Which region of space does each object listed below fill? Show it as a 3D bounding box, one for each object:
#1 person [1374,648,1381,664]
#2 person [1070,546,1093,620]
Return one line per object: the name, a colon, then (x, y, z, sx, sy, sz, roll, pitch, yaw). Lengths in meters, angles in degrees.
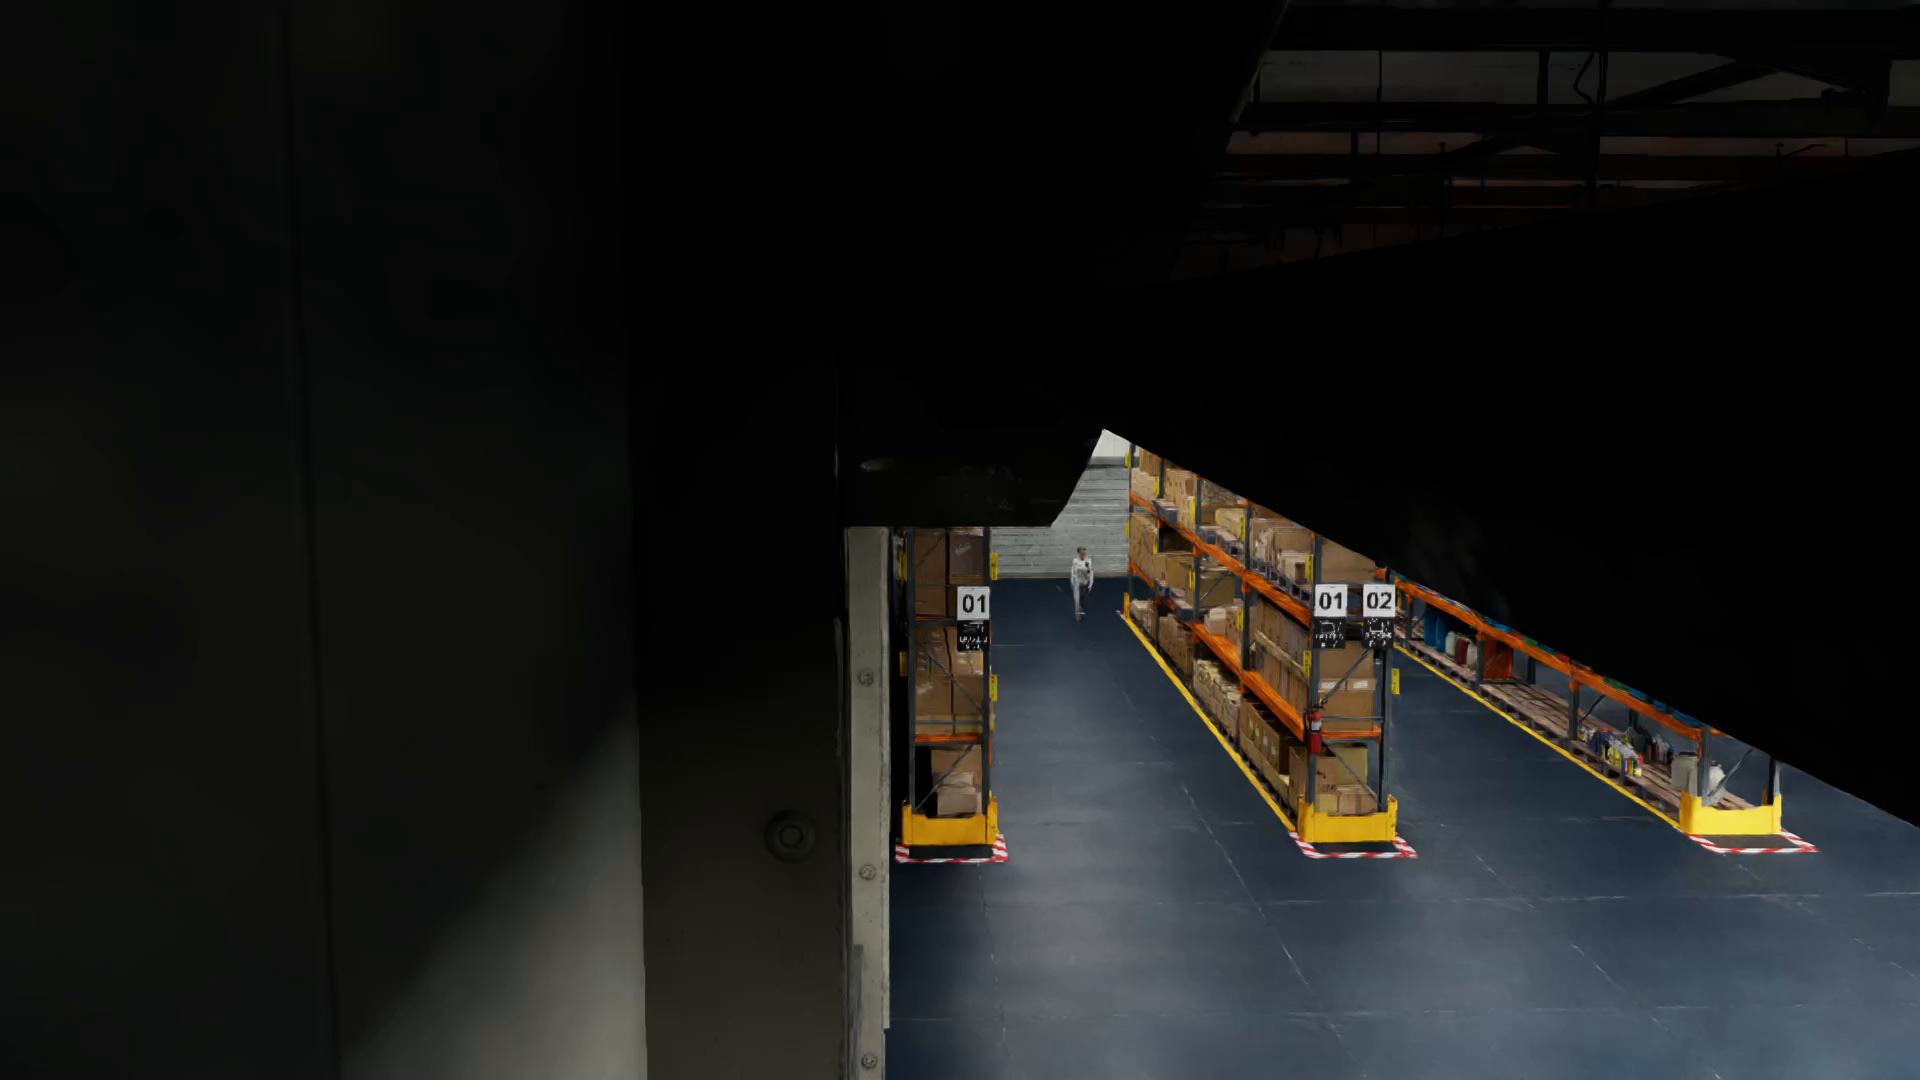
person: (7.777, 1.585, 31.193, 0.566, 1.541, 0.519, -1, 7, -5)
person: (2.643, 0.907, 36.076, 0.469, 1.590, 1.089, -1, 7, -4)
